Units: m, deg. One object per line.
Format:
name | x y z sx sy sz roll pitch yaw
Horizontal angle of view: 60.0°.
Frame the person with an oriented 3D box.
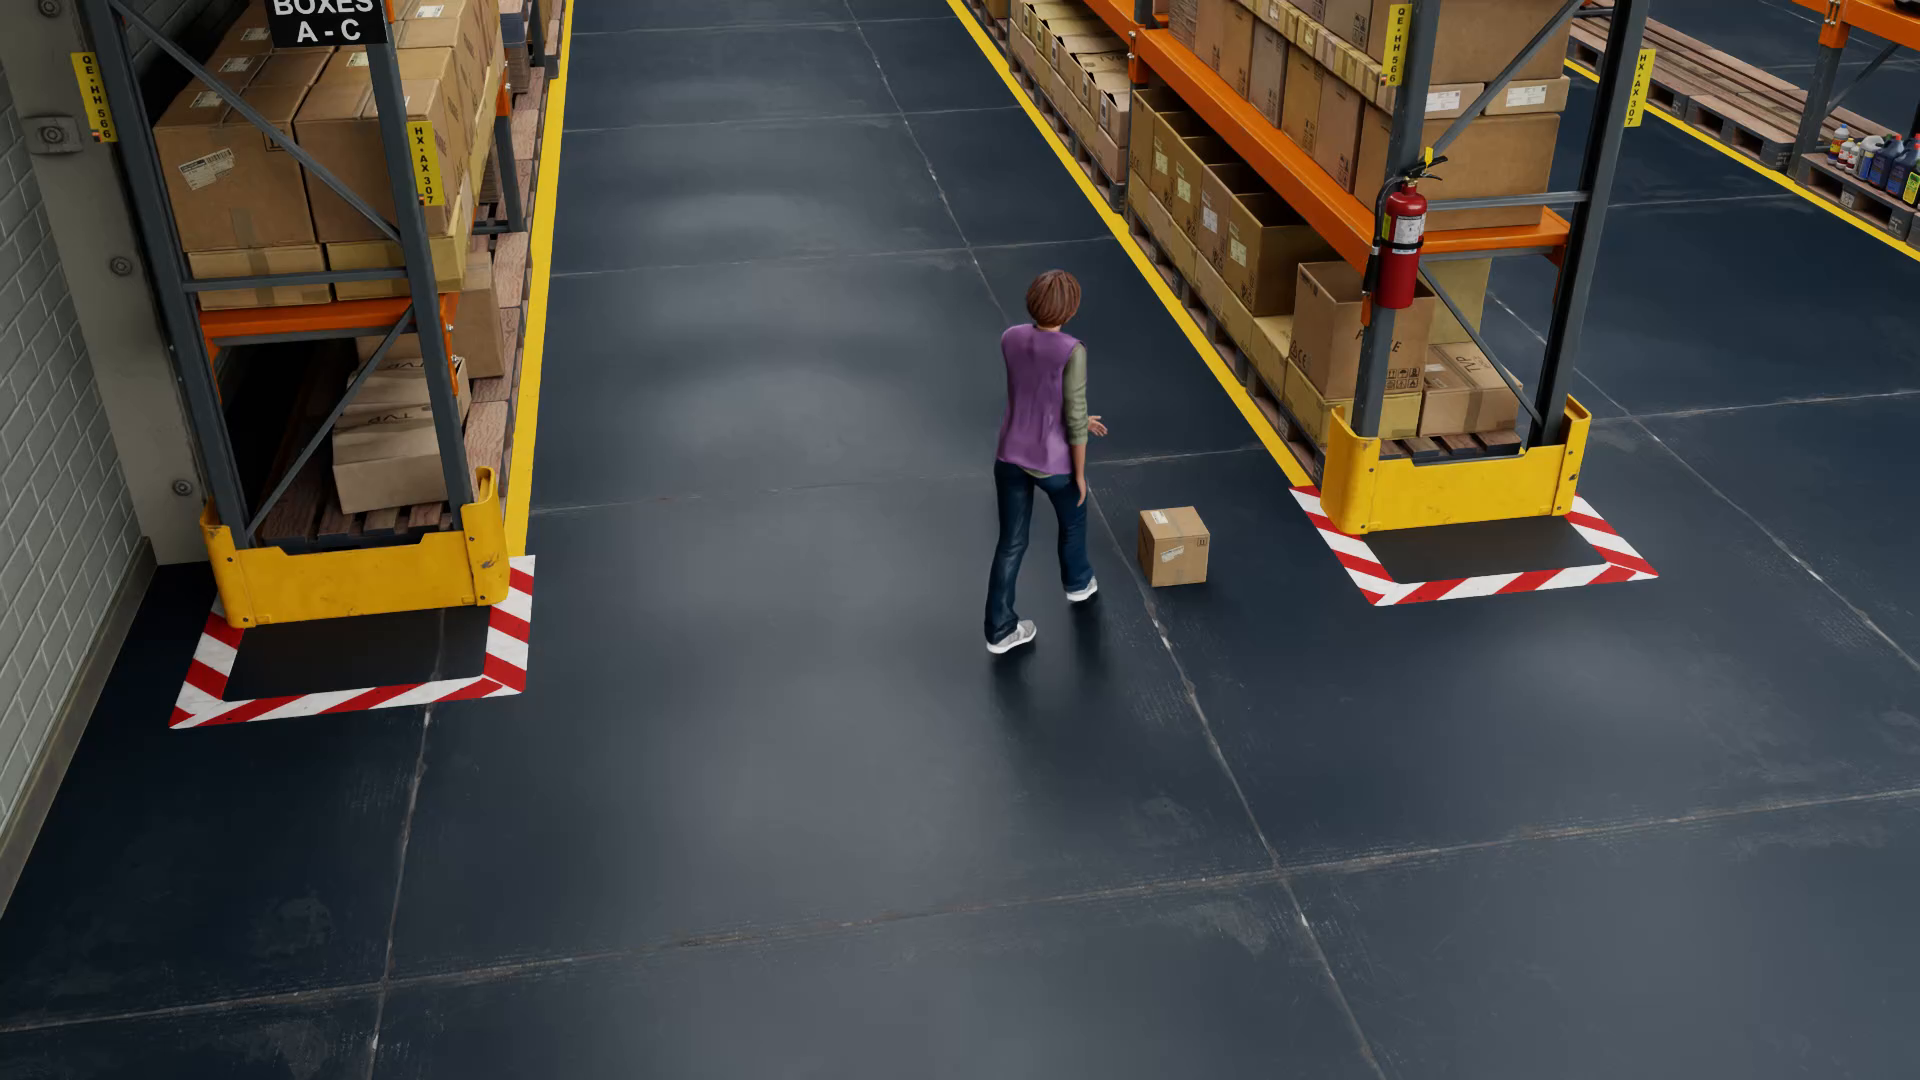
person | 0.359 -0.328 6.690 0.405 1.582 0.786 14 34 22
